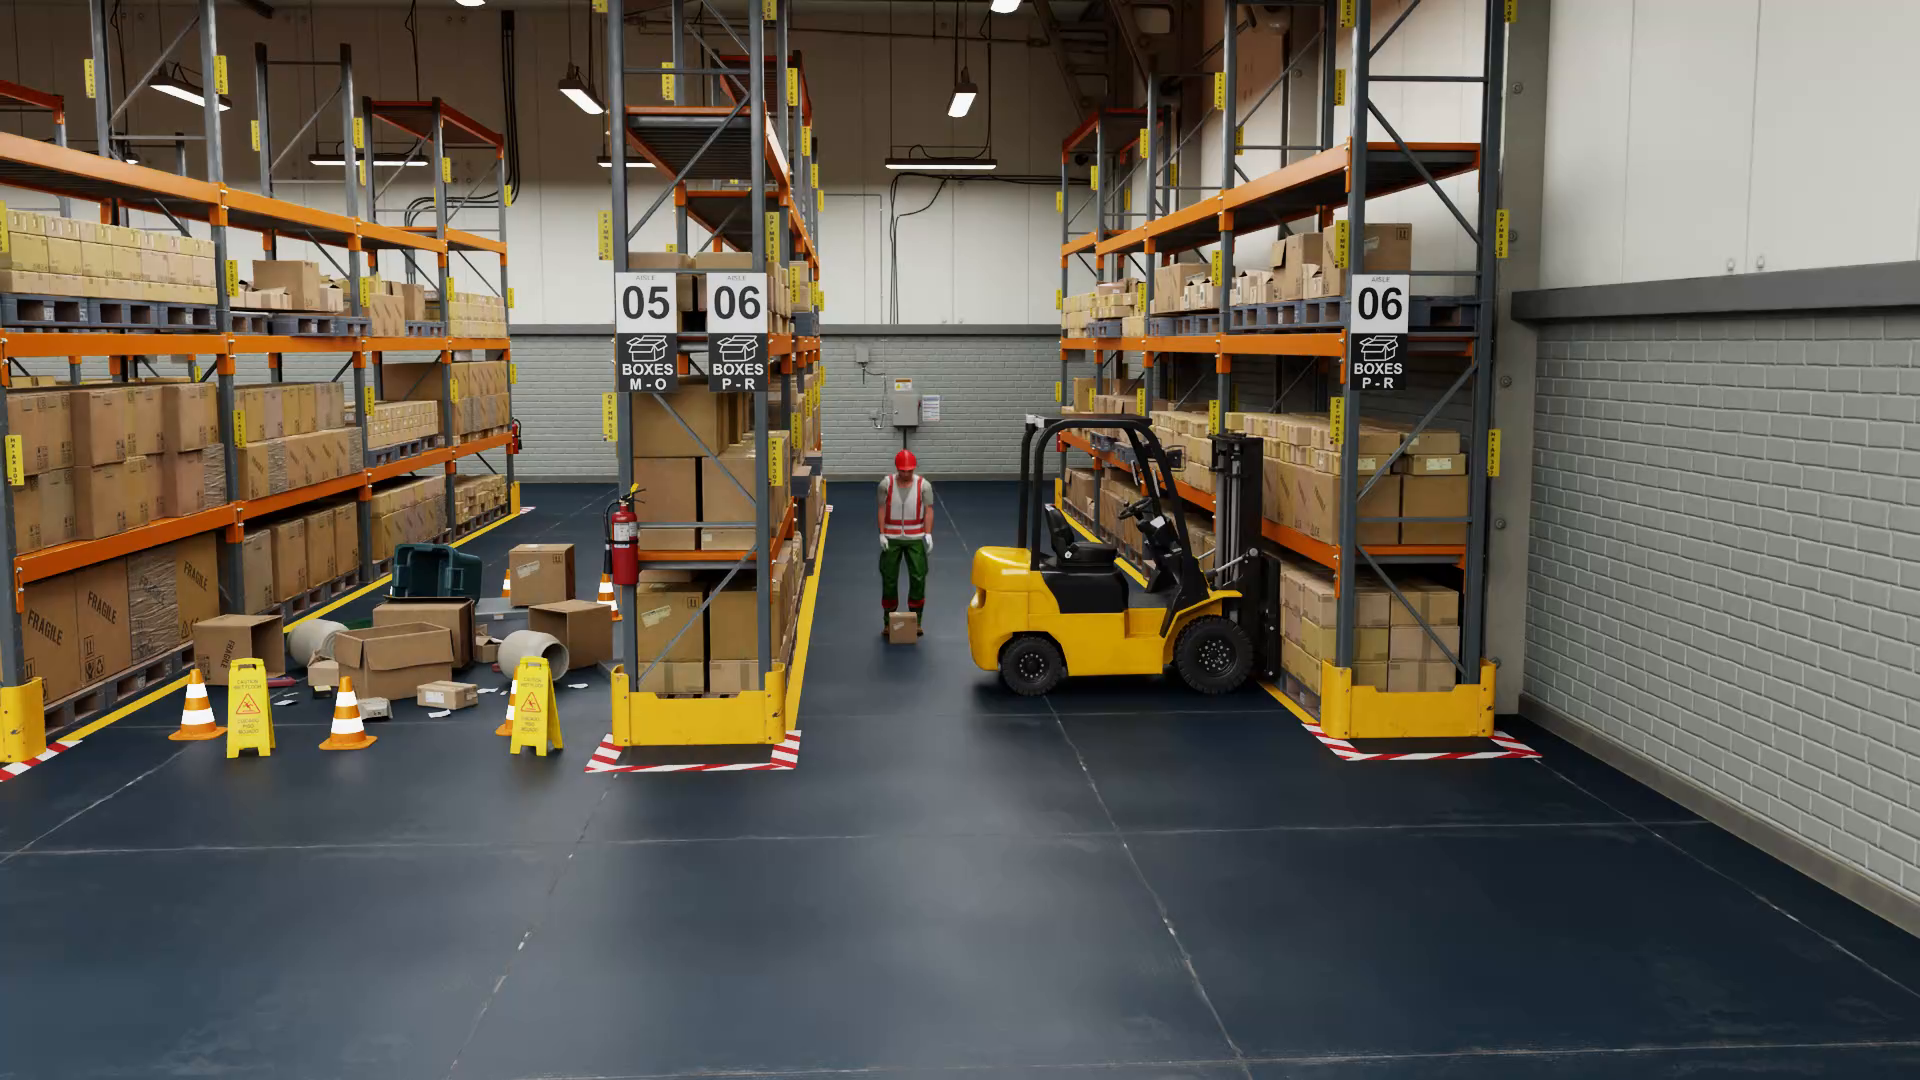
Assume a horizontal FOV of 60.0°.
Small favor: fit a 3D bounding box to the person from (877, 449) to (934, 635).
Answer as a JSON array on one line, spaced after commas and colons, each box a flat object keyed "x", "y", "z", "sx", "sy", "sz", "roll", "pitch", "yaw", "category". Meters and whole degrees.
[{"x": -0.512, "y": 0.015, "z": 15.681, "sx": 0.538, "sy": 1.752, "sz": 0.428, "roll": 0, "pitch": 7, "yaw": -2, "category": "person"}]
